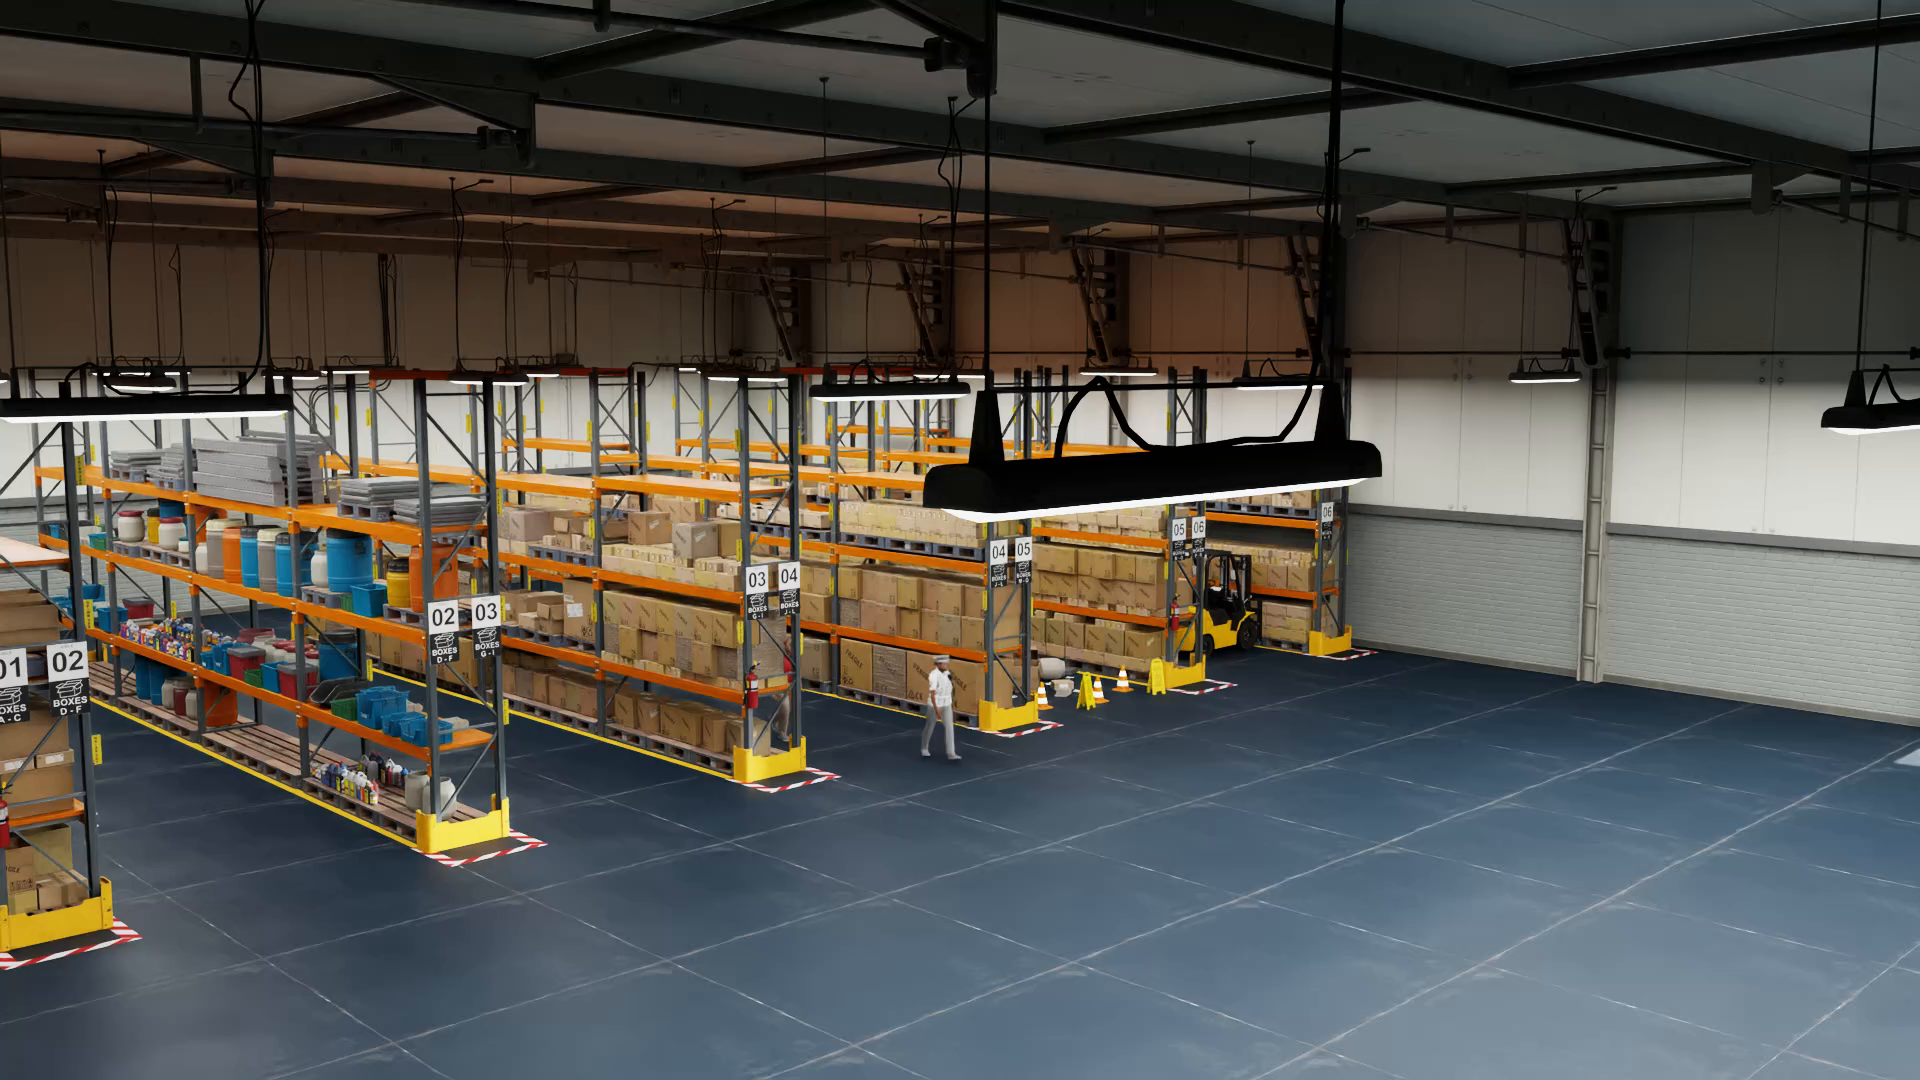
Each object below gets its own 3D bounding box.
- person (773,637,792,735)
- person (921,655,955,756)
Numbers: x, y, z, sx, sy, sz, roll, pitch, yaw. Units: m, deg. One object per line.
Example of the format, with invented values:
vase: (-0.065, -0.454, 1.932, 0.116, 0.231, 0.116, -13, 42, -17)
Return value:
person: (-2.940, 2.374, 27.301, 0.543, 1.625, 0.626, 5, 8, 35)
person: (-0.332, 2.554, 25.927, 0.445, 1.580, 0.720, -5, 8, -35)
